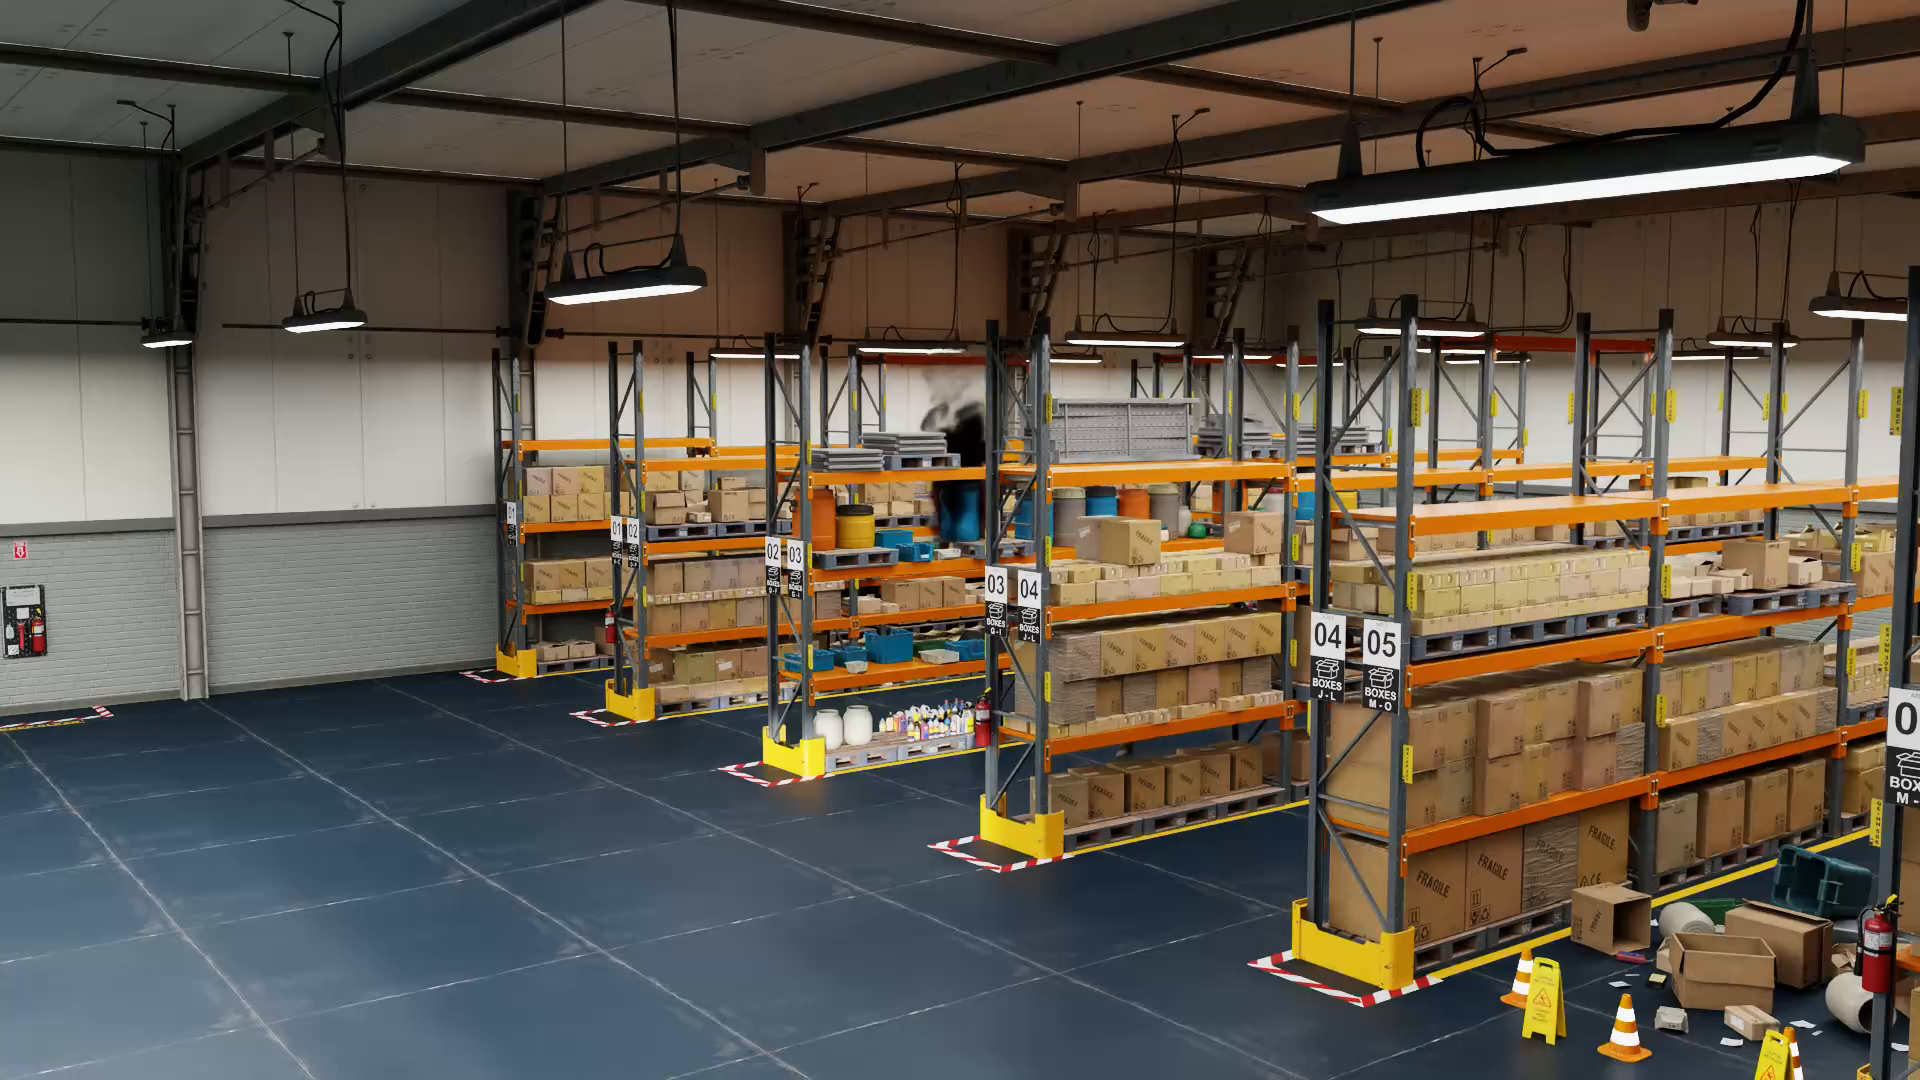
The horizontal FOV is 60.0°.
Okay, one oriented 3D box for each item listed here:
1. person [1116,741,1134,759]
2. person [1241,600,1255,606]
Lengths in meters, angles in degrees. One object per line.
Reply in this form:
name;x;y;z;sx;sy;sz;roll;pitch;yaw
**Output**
person;2.270;2.049;22.391;0.709;1.748;0.640;4;7;40
person;5.620;1.426;32.254;0.679;1.799;0.982;5;7;44
